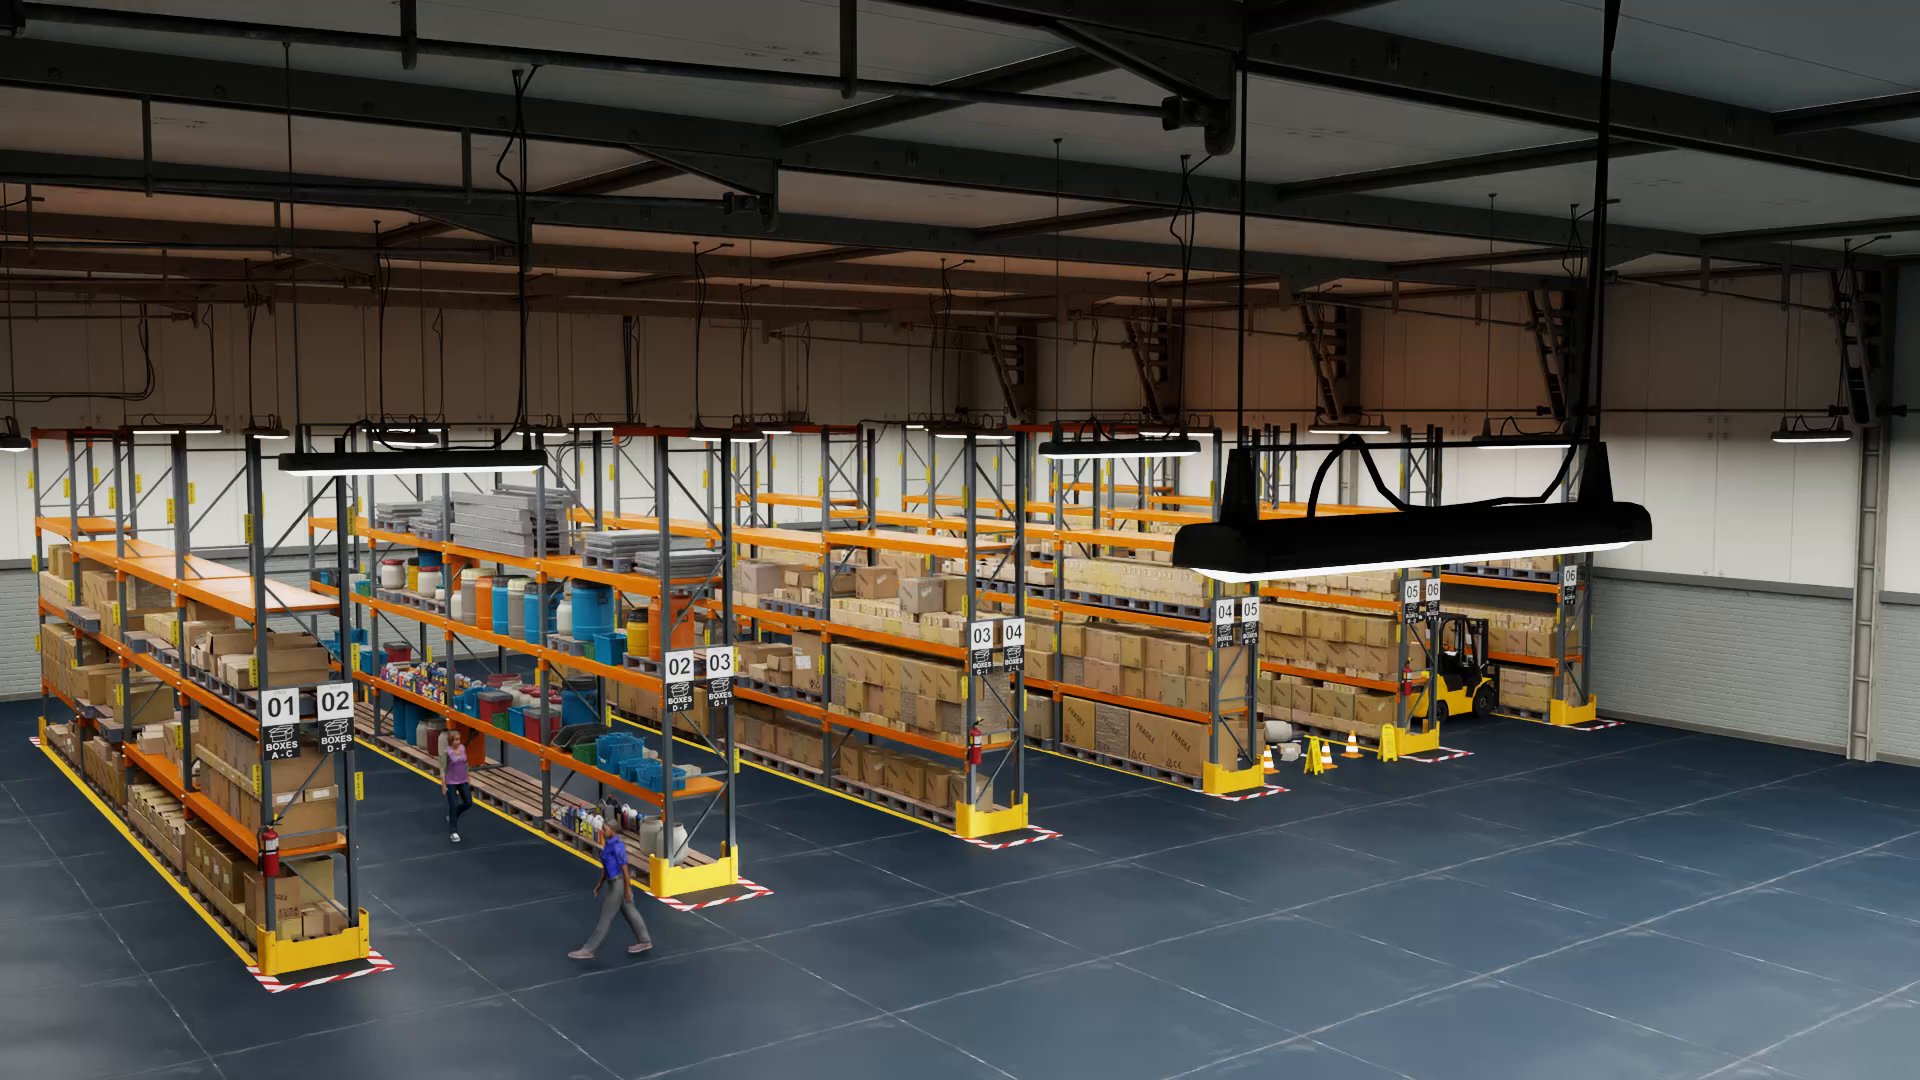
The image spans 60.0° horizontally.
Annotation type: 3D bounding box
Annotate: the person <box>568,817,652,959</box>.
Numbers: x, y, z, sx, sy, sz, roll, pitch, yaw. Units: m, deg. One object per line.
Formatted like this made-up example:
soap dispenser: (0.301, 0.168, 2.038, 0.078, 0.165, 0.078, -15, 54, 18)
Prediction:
person: (-4.044, 3.998, 19.162, 0.974, 1.608, 0.484, -1, 5, -17)

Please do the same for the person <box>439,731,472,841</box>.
person: (-7.459, 3.604, 24.542, 0.540, 1.604, 0.485, 4, 6, 40)
